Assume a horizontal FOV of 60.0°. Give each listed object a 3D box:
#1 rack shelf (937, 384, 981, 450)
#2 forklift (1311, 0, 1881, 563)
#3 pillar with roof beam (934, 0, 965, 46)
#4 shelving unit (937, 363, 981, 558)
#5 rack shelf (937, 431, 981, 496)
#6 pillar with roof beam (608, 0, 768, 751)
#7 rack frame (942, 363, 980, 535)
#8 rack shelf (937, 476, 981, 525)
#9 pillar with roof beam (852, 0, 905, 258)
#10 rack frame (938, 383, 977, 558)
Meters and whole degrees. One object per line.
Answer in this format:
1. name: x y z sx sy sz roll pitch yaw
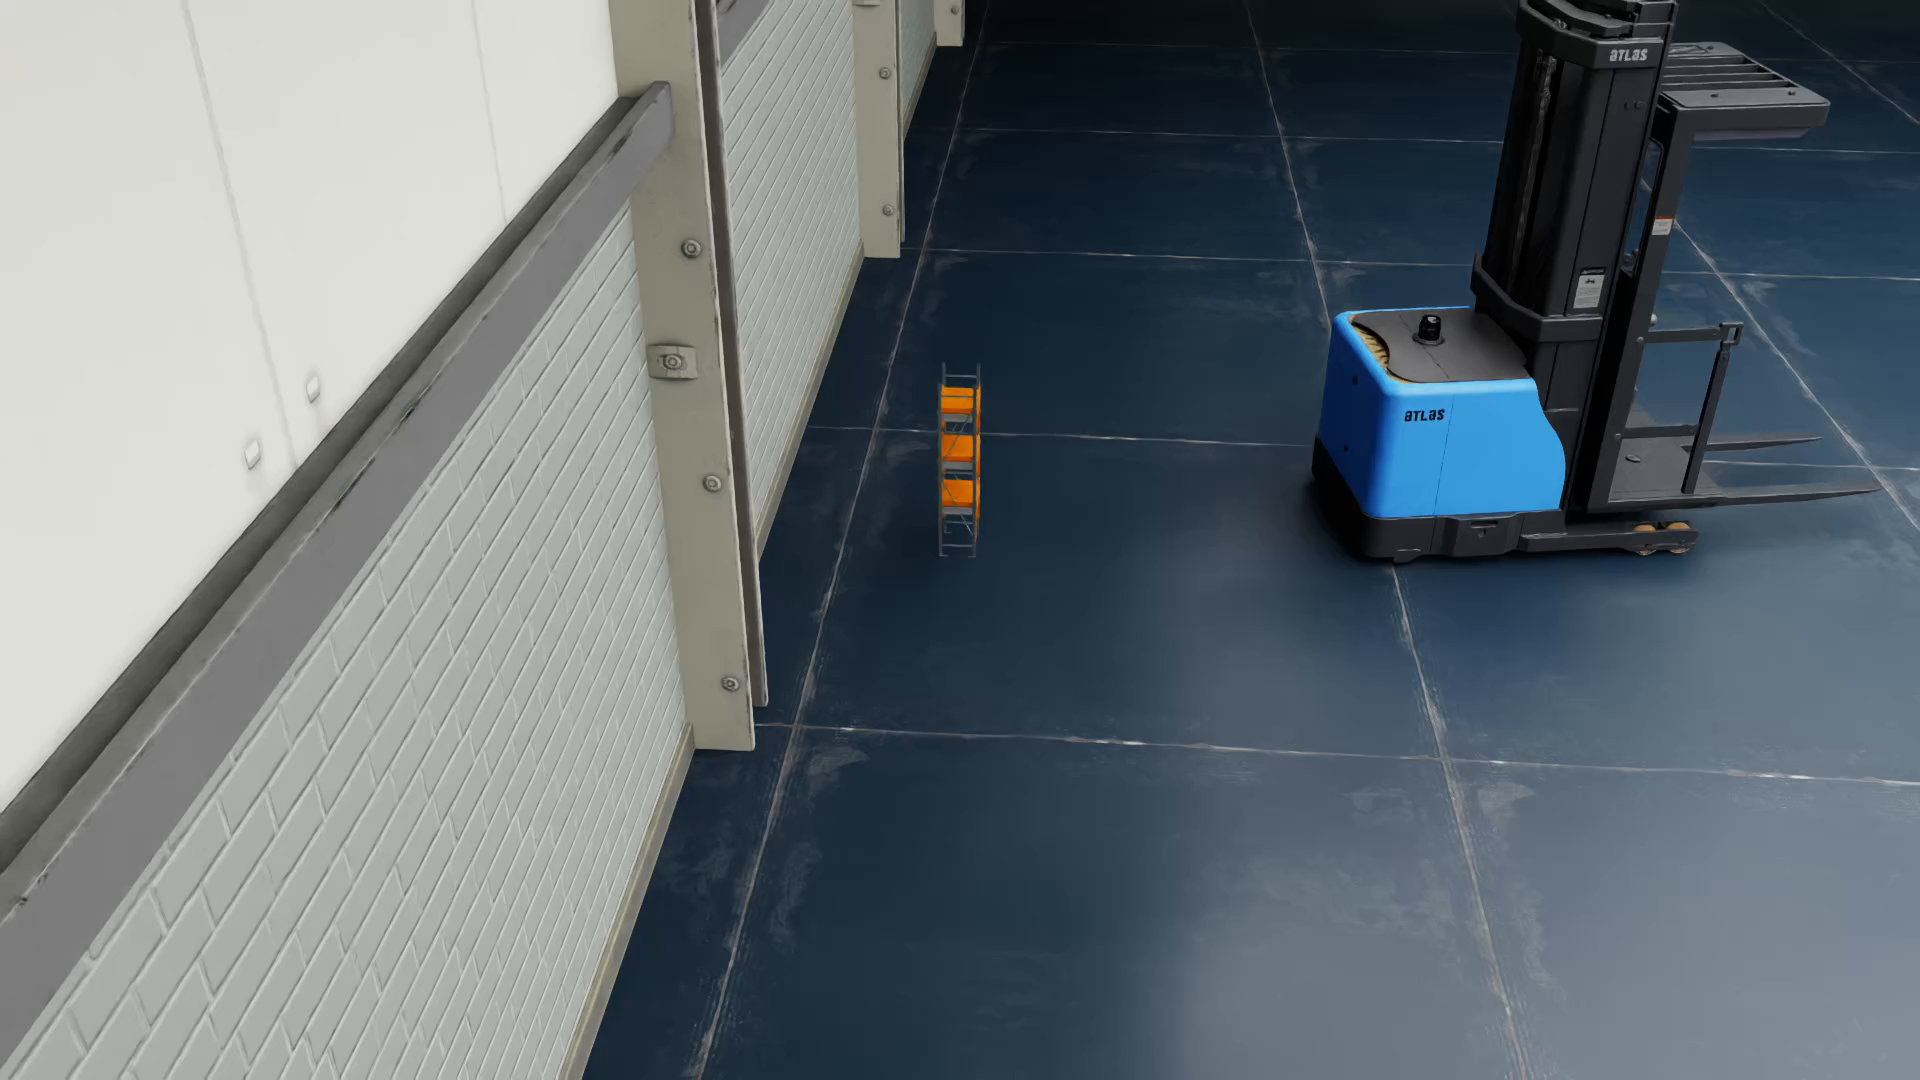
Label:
1. rack shelf: -0.004 -0.652 8.786 0.215 0.259 0.240 2 32 4
2. forklift: 3.612 -1.440 8.793 3.031 2.935 1.130 -3 32 -5
3. pillar with roof beam: 4.176 -9.058 15.372 9.100 9.000 0.400 2 32 4
4. shelving unit: -0.004 -0.419 8.929 0.215 1.050 0.252 2 32 4
5. rack shelf: -0.004 -0.410 8.935 0.215 0.259 0.240 2 32 4
6. pillar with roof beam: 3.199 -2.784 5.190 9.100 9.000 0.400 2 32 4
7. rack frame: 0.006 -0.483 9.033 0.200 1.050 0.008 2 32 4
8. rack shelf: -0.004 -0.173 9.081 0.215 0.259 0.240 2 32 4
9. pillar with roof beam: 3.688 -5.921 10.281 9.100 9.000 0.400 2 32 4
10. rack frame: -0.014 -0.355 8.826 0.200 1.050 0.008 2 32 4
